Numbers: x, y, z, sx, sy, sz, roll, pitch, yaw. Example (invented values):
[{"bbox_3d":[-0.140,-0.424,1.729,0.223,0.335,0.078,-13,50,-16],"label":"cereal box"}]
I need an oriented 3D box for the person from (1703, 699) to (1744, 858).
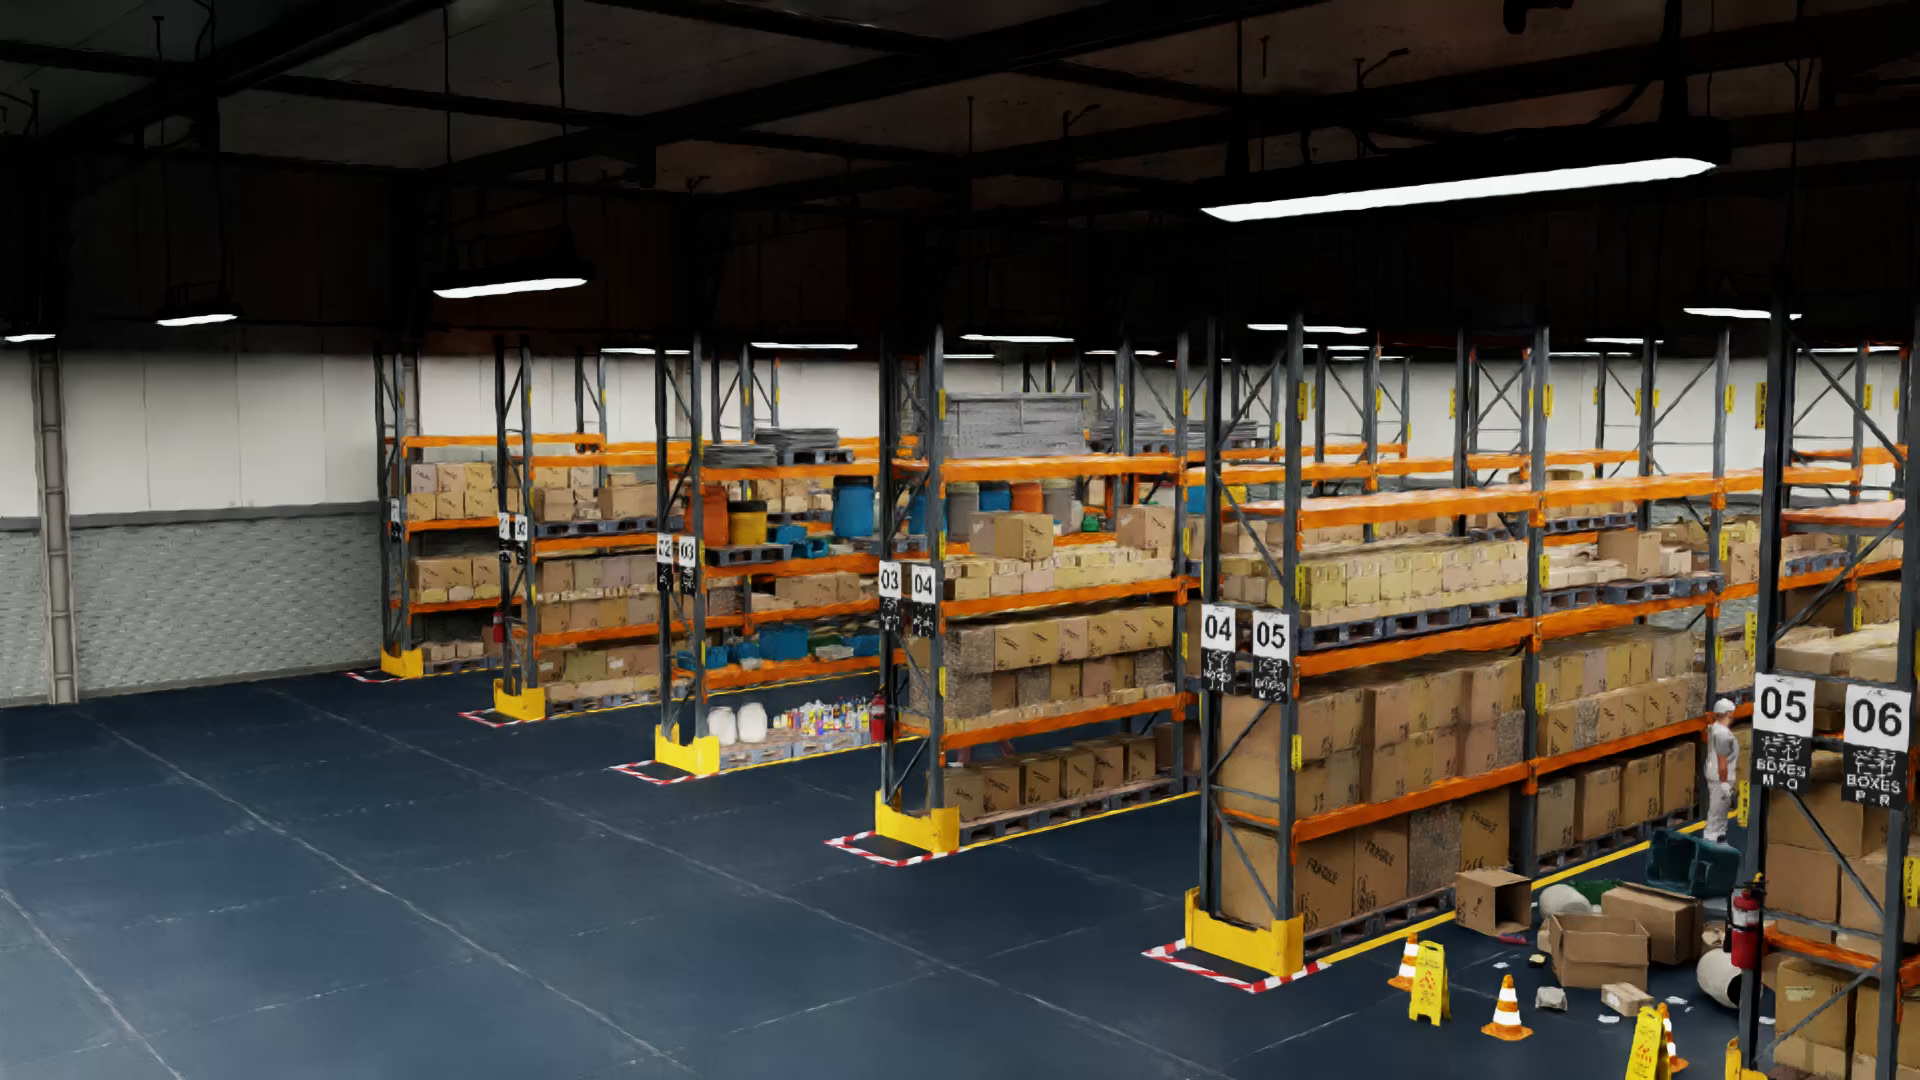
[{"bbox_3d":[8.316,2.614,18.056,0.442,1.792,0.606,2,6,20],"label":"person"}]

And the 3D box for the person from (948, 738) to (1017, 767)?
[{"bbox_3d":[0.340,2.314,22.507,0.953,1.608,0.491,-2,6,-20],"label":"person"}]
